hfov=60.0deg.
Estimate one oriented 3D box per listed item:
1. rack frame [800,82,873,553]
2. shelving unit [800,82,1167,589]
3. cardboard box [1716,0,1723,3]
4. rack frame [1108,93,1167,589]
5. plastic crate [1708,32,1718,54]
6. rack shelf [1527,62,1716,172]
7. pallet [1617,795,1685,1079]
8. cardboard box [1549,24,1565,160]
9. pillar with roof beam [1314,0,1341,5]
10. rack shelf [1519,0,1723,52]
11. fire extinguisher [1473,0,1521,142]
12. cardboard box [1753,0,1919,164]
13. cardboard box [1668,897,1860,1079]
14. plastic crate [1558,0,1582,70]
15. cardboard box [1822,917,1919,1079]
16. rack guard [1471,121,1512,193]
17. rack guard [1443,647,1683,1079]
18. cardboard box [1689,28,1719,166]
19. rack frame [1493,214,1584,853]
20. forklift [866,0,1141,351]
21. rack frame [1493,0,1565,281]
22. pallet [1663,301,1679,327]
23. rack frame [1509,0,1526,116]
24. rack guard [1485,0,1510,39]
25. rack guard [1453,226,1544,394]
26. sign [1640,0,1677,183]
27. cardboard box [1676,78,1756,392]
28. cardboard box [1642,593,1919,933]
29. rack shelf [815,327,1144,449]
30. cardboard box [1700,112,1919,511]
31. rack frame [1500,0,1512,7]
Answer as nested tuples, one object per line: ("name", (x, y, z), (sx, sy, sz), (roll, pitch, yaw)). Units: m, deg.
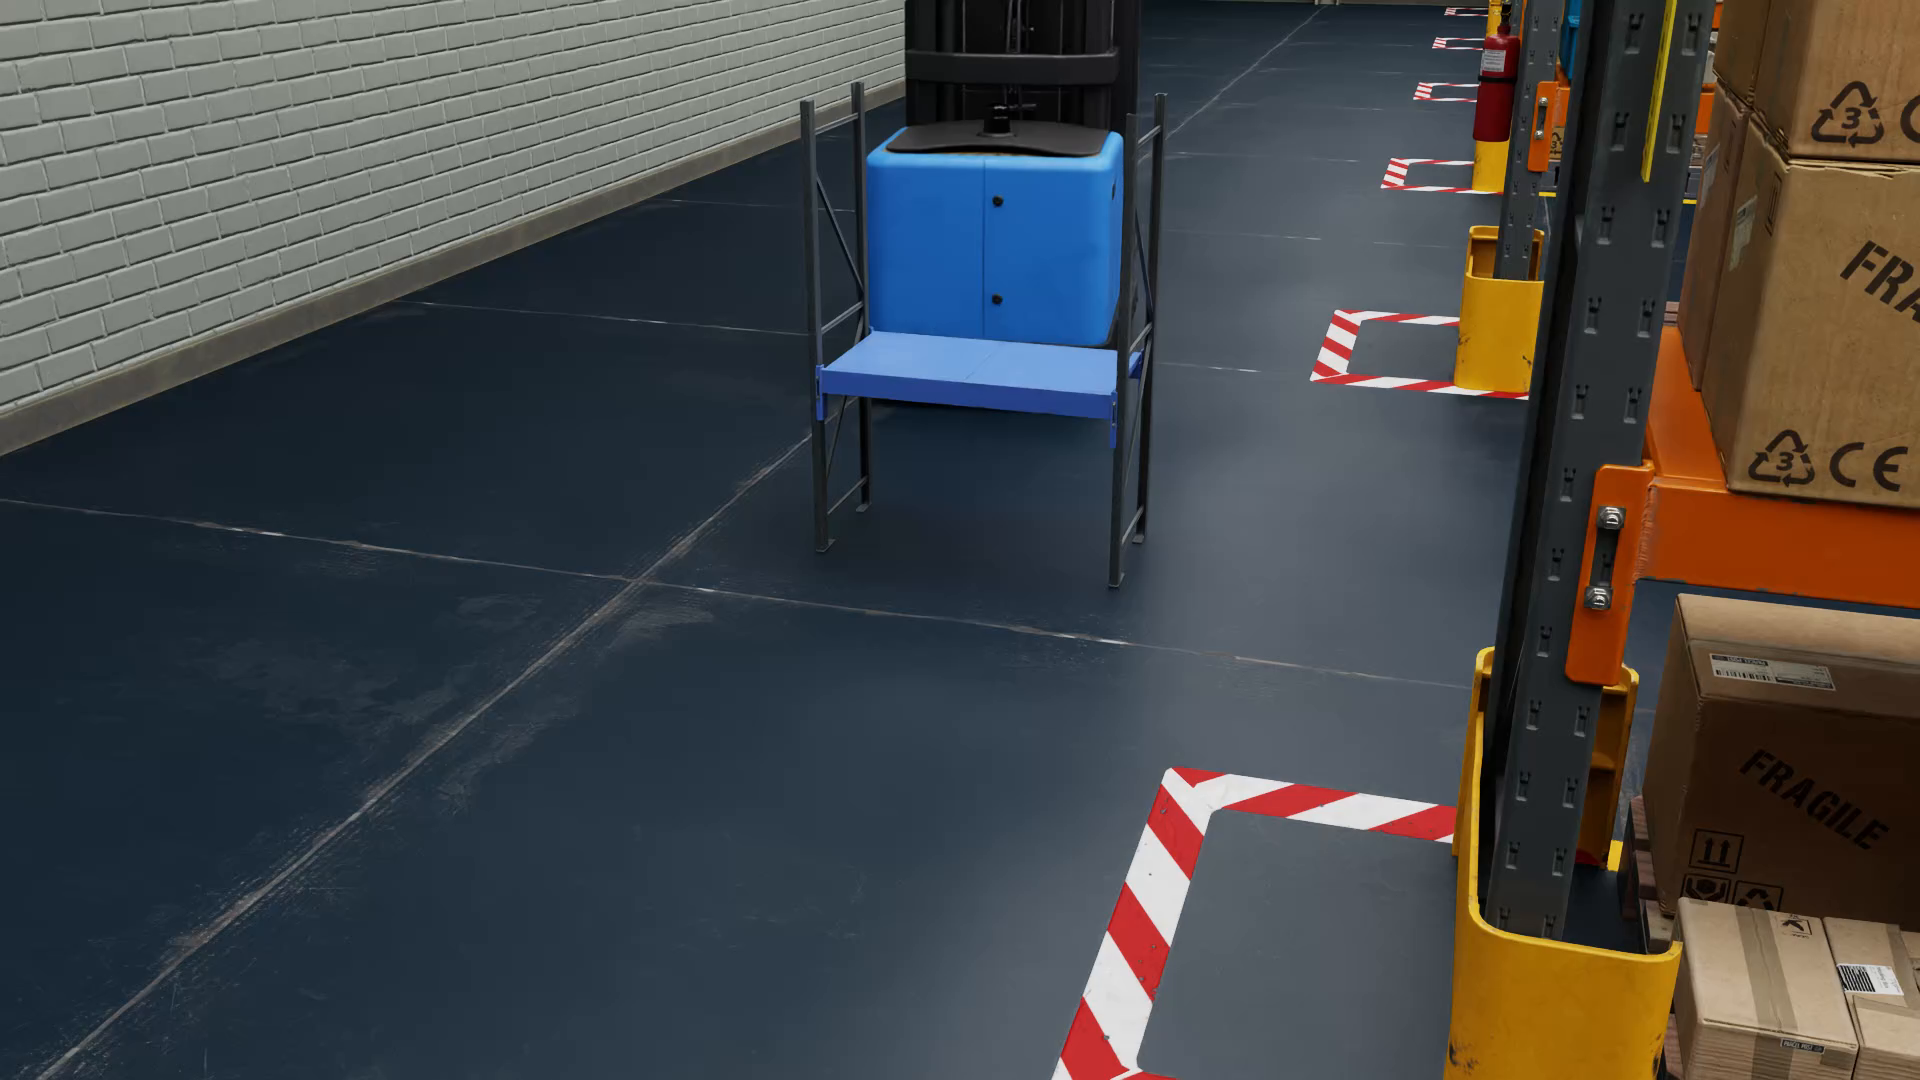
("rack frame", (-0.405, -0.740, 5.598), (0.032, 1.500, 0.500), (7, 23, 16))
("shelving unit", (0.082, -0.685, 5.463), (1.048, 1.500, 0.538), (7, 23, 16))
("cardboard box", (4.978, -3.702, 11.173), (0.250, 0.149, 0.380), (6, 23, 15))
("rack frame", (0.568, -0.629, 5.327), (0.032, 1.500, 0.500), (7, 23, 16))
("plastic crate", (3.395, -2.143, 7.311), (0.243, 0.136, 0.396), (7, 23, 16))
("rack shelf", (4.477, -1.709, 6.932), (4.000, 0.370, 1.077), (7, 23, 16))
("pallet", (1.964, 0.924, 3.240), (1.213, 0.211, 1.003), (7, 23, 16))
("cardboard box", (4.628, -3.231, 11.940), (0.875, 0.875, 0.875), (7, 23, 16))
("pillar with roof beam", (4.721, -11.300, 21.459), (0.400, 9.000, 9.100), (7, 23, 16))
("rack shelf", (5.907, -3.509, 11.319), (4.000, 0.370, 1.077), (7, 23, 16))
("fire extinguisher", (2.549, -2.234, 7.858), (0.183, 0.674, 0.296), (7, 23, 16))
("cardboard box", (1.476, -0.826, 2.382), (0.500, 0.500, 0.500), (7, 23, 17))
("cardboard box", (1.429, 0.824, 2.985), (0.250, 0.149, 0.380), (7, 23, 16))
("plastic crate", (2.936, -2.336, 7.388), (0.499, 0.435, 0.616), (7, 23, 16))
("cardboard box", (1.668, 0.844, 2.914), (0.250, 0.166, 0.380), (7, 23, 16))
("rack guard", (3.969, -2.907, 12.198), (0.348, 0.500, 1.175), (7, 23, 16))
("rack guard", (1.200, 0.703, 3.397), (0.348, 0.500, 1.175), (7, 23, 16))
("cardboard box", (5.500, -3.131, 11.697), (0.875, 0.875, 0.875), (7, 23, 16))
("rack frame", (1.126, -0.461, 2.940), (0.053, 2.616, 0.949), (7, 23, 16))
("forklift", (0.325, -2.461, 7.908), (1.130, 2.935, 3.031), (3, 23, 8))
("rack frame", (2.562, -2.261, 7.330), (0.127, 3.000, 1.000), (7, 23, 16))
("pallet", (3.340, -0.866, 7.604), (1.213, 0.211, 1.003), (7, 23, 16))
("rack frame", (3.992, -4.061, 11.717), (0.127, 3.000, 1.000), (7, 23, 16))
("rack guard", (6.832, -6.507, 20.975), (0.348, 0.500, 1.175), (7, 23, 16))
("rack guard", (2.535, -1.103, 7.799), (0.348, 0.500, 1.175), (7, 23, 16))
("sign", (0.971, -0.665, 2.298), (0.005, 0.325, 0.100), (7, 23, 16))
("cardboard box", (1.635, -0.558, 3.046), (0.500, 0.500, 0.500), (7, 23, 17))
("cardboard box", (1.719, 0.461, 3.407), (0.500, 0.500, 0.500), (7, 23, 16))
("rack shelf", (0.082, -0.518, 5.531), (1.000, 0.185, 0.538), (7, 23, 16))
("cardboard box", (2.766, -0.321, 2.469), (3.026, 0.500, 1.079), (7, 23, 16))
("rack frame", (6.855, -7.661, 20.495), (0.127, 3.000, 1.000), (7, 23, 16))
